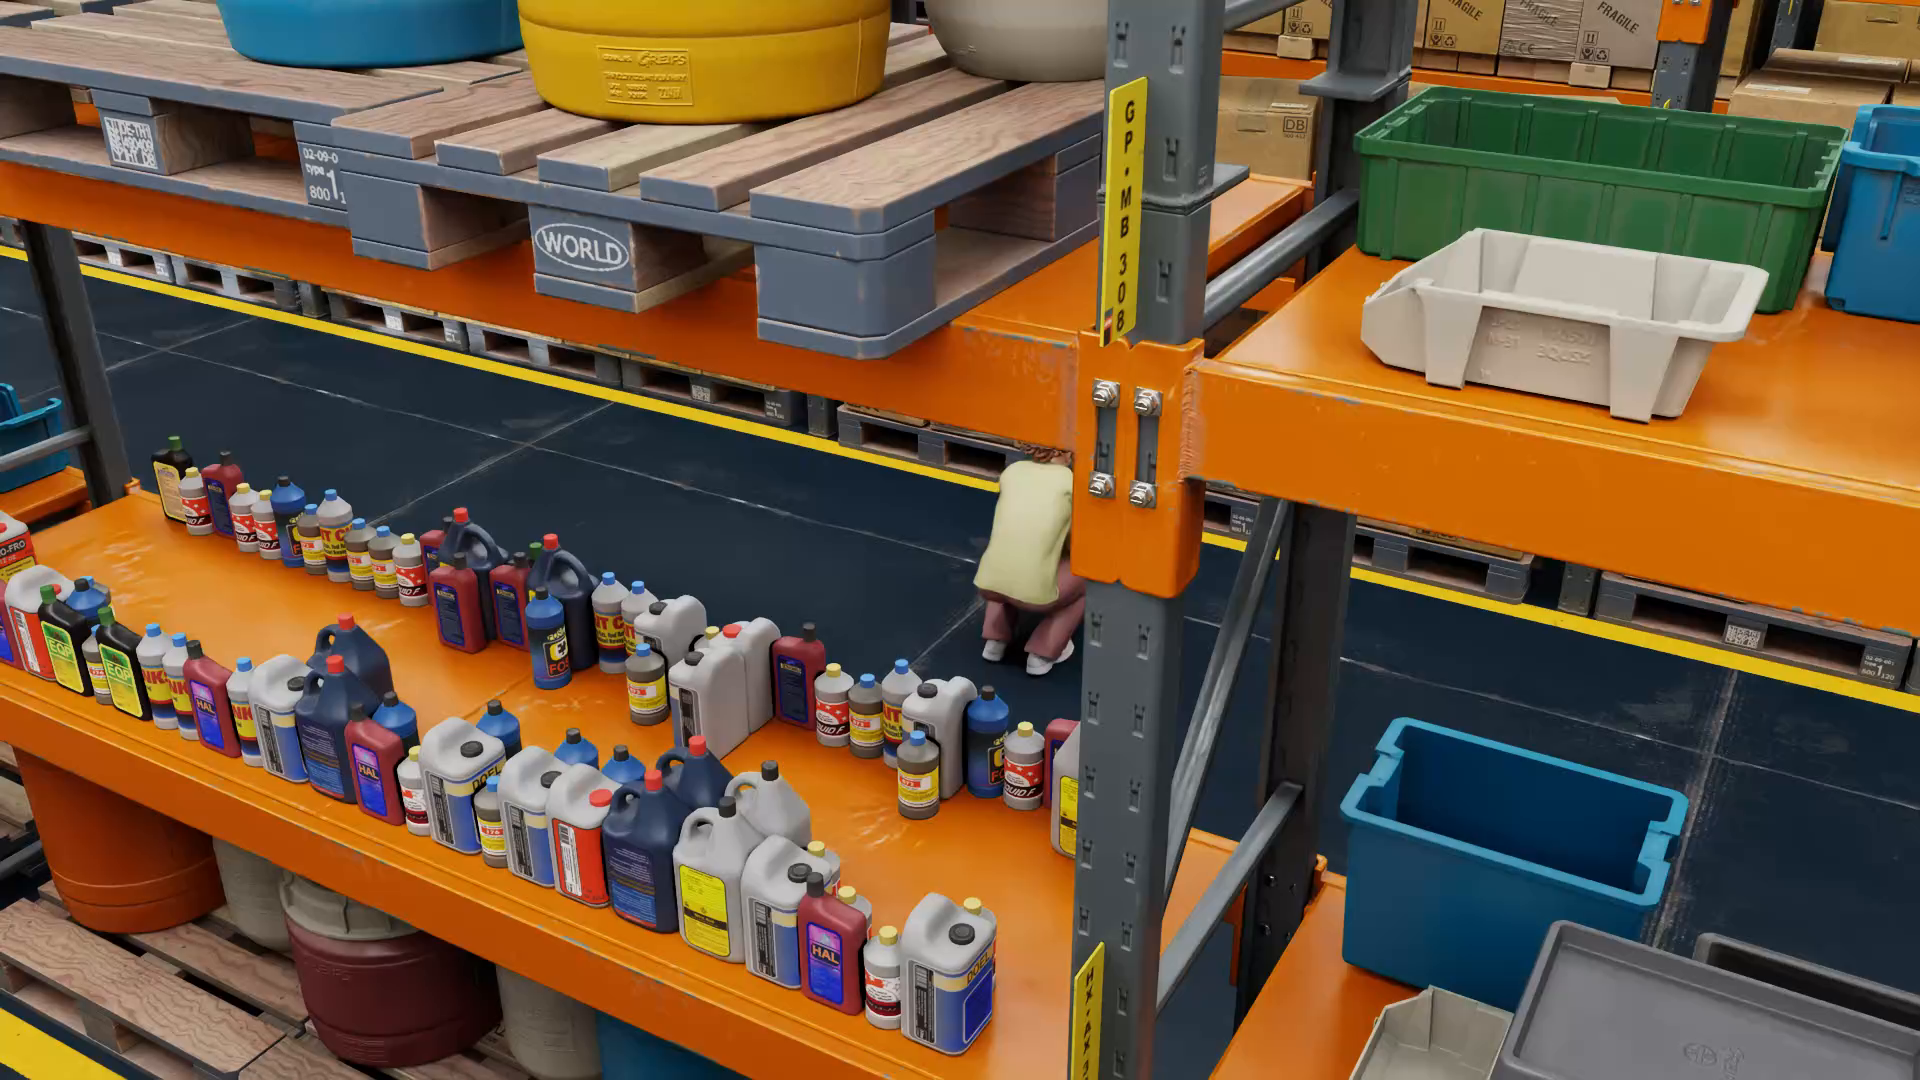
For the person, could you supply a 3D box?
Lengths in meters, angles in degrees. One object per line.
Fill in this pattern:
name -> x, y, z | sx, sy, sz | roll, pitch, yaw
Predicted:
person -> 0.343, 0.007, 6.933 | 0.468, 0.941, 0.809 | 14, 30, 25
